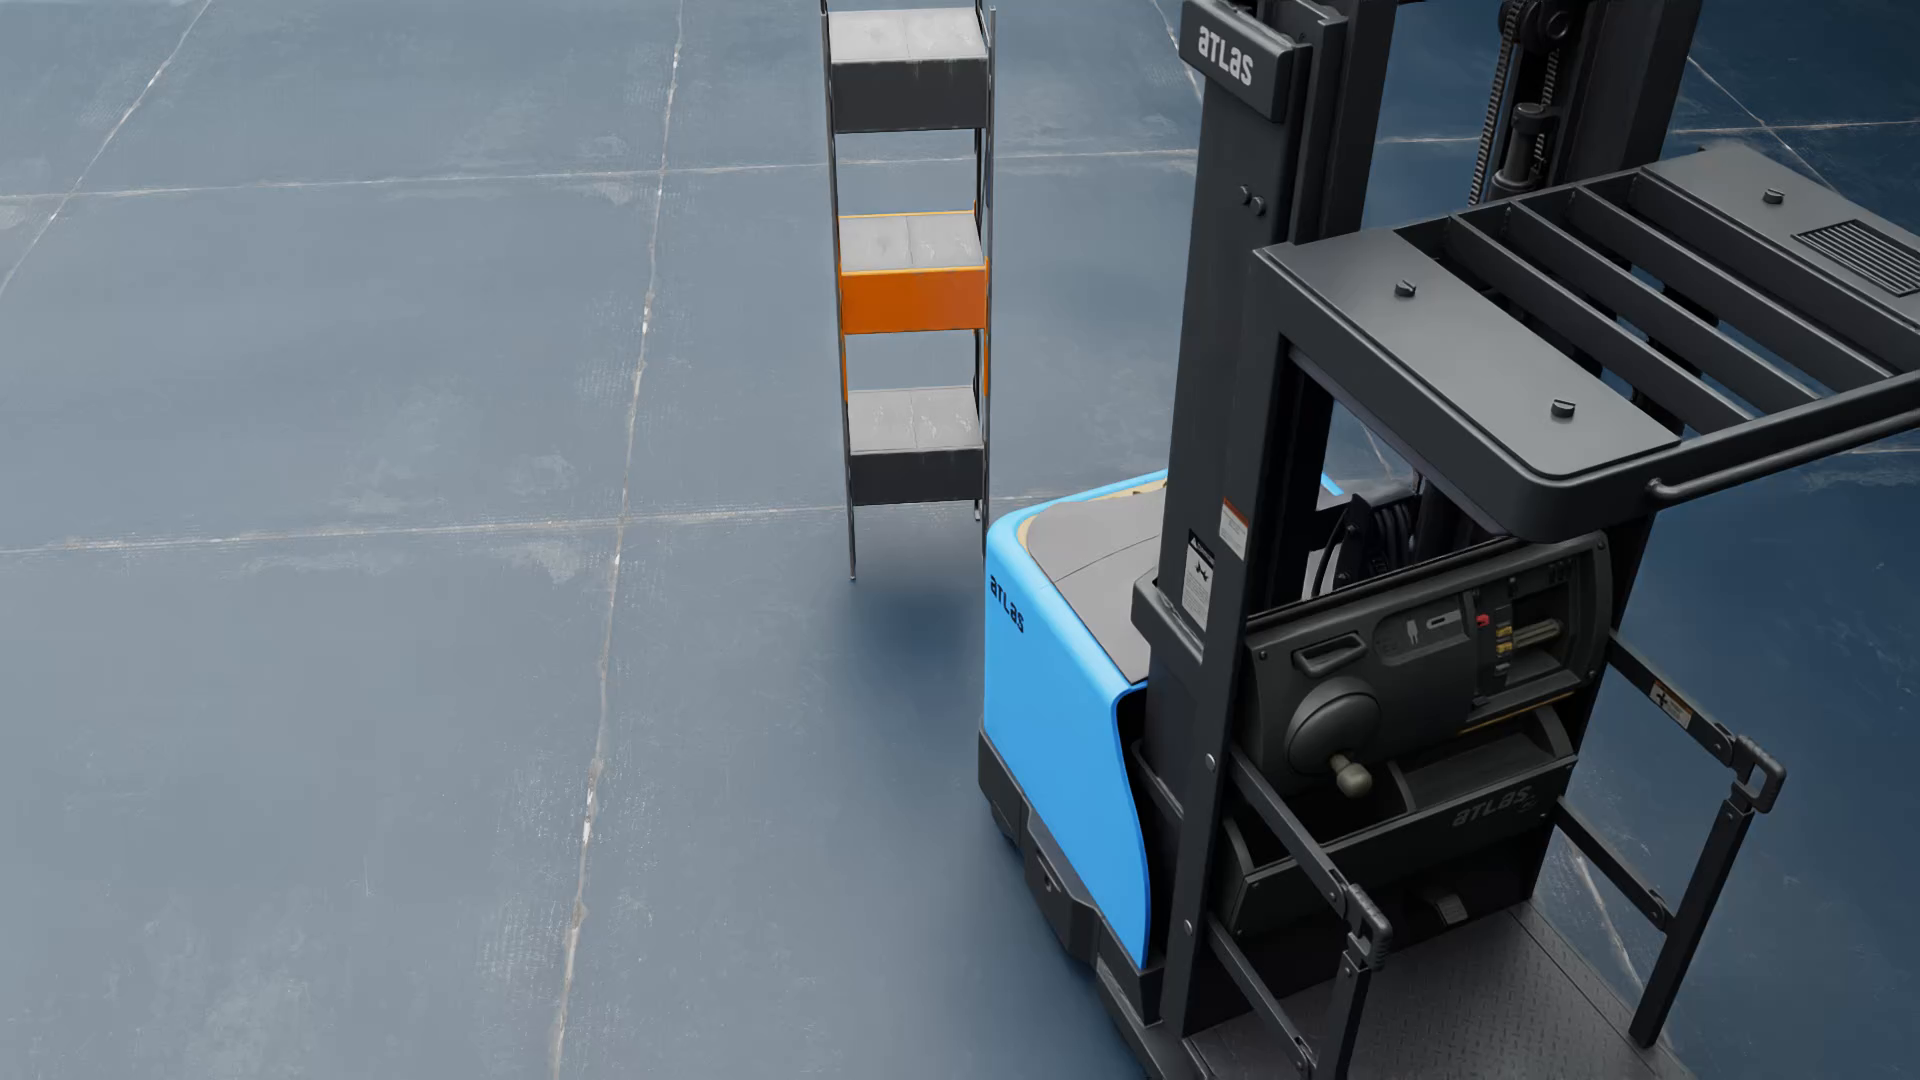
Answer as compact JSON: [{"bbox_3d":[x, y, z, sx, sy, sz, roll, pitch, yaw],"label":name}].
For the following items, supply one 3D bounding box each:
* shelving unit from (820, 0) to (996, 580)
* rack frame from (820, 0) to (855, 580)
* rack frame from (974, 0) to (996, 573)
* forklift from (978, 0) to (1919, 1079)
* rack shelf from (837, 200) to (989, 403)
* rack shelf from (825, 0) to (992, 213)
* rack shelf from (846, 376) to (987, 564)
[{"bbox_3d":[-0.165,-0.815,5.588,0.503,2.100,0.431,-3,38,-4],"label":"shelving unit"},{"bbox_3d":[-0.408,-0.802,5.571,0.015,2.100,0.400,-3,38,-4],"label":"rack frame"},{"bbox_3d":[0.078,-0.829,5.605,0.015,2.100,0.400,-3,38,-4],"label":"rack frame"},{"bbox_3d":[1.123,0.340,3.453,1.130,2.935,3.031,-16,41,-19],"label":"forklift"},{"bbox_3d":[-0.165,-0.805,5.597,0.480,0.518,0.431,-3,38,-4],"label":"rack shelf"},{"bbox_3d":[-0.165,-1.354,5.163,0.480,0.518,0.431,-3,38,-4],"label":"rack shelf"},{"bbox_3d":[-0.165,-0.255,6.030,0.480,0.518,0.431,-3,38,-4],"label":"rack shelf"}]
